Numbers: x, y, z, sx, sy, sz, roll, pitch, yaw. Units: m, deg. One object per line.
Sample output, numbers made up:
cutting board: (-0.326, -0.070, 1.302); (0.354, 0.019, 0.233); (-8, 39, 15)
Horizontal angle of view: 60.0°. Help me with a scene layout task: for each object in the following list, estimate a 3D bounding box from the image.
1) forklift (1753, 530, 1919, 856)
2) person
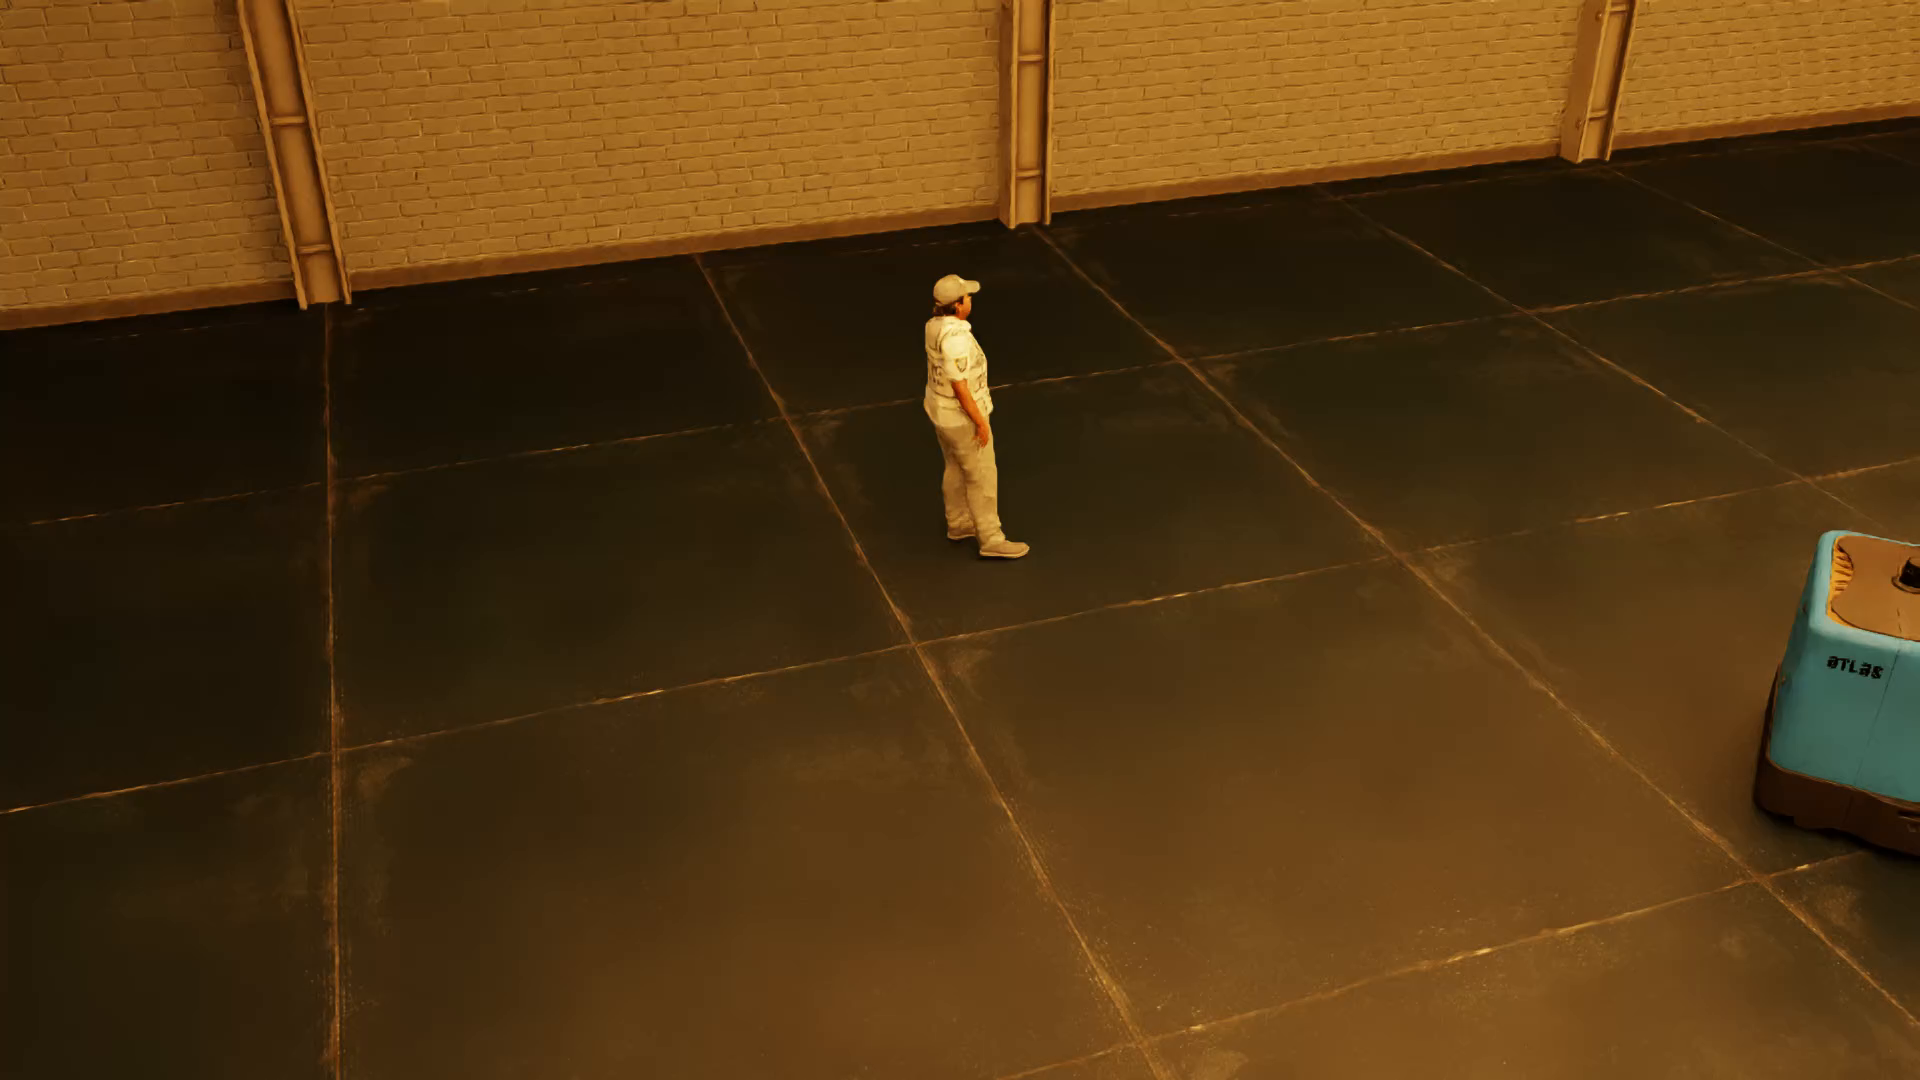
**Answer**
forklift: (5.266, 0.141, 6.841); (3.031, 2.935, 1.130); (14, 33, 23)
person: (0.081, -0.730, 9.610); (0.527, 1.669, 0.598); (-10, 31, -16)
